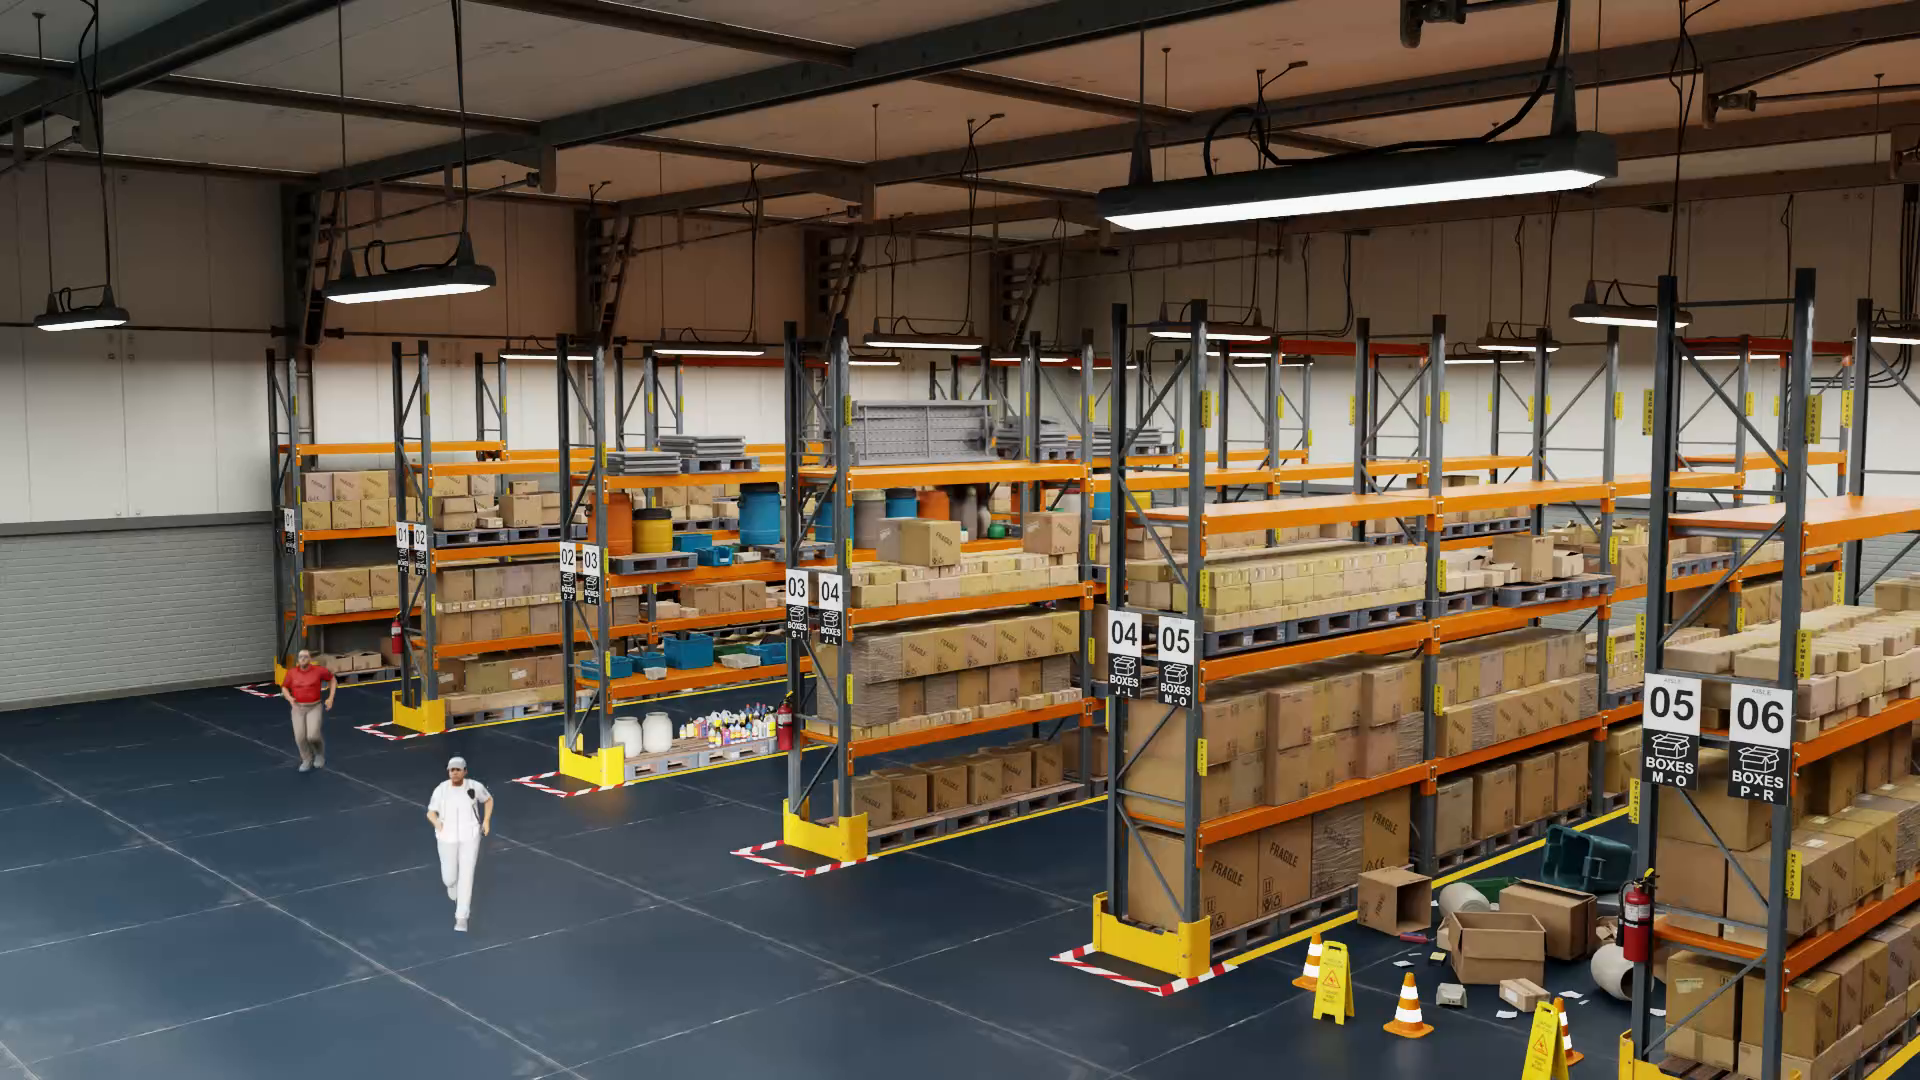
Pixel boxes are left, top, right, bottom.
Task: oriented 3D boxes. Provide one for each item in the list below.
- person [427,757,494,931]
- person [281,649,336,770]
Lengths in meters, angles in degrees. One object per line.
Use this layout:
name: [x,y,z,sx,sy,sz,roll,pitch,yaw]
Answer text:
person: [-4.903,2.937,16.320,0.621,1.628,0.943,-1,5,-12]
person: [-8.959,2.342,22.850,0.692,1.692,0.615,-1,5,-12]
